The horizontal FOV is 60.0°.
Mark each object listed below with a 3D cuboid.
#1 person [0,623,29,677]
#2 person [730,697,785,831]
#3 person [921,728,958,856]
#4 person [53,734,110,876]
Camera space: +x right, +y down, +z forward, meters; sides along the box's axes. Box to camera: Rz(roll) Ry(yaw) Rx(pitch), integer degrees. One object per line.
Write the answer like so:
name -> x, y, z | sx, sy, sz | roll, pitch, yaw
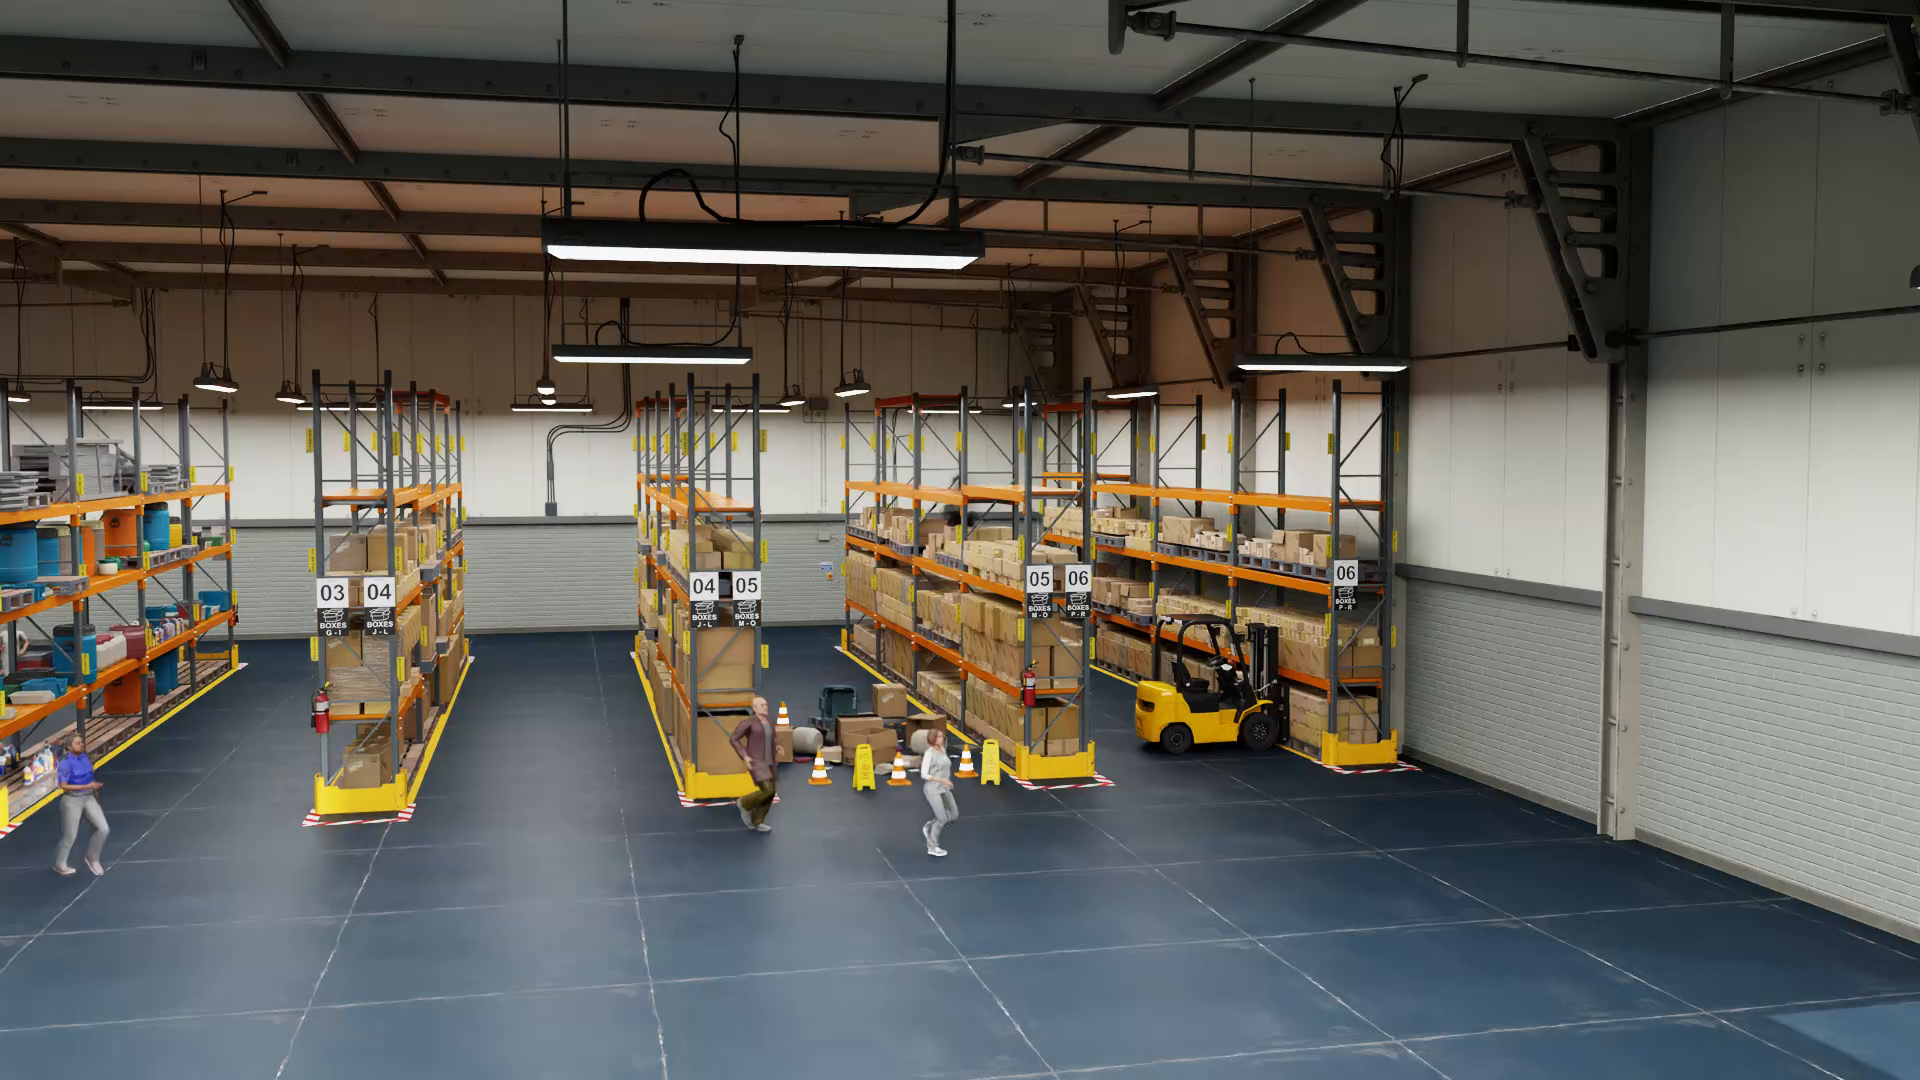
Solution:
person -> -18.350, 2.313, 32.176 | 0.552, 1.628, 0.571 | -1, 4, -23
person -> -2.550, 2.900, 21.454 | 0.622, 1.740, 0.695 | 2, 4, 36
person -> -0.254, 3.056, 20.181 | 0.551, 1.552, 0.530 | 2, 4, 33
person -> -10.147, 3.074, 19.206 | 0.709, 1.685, 0.574 | 1, 4, 20
